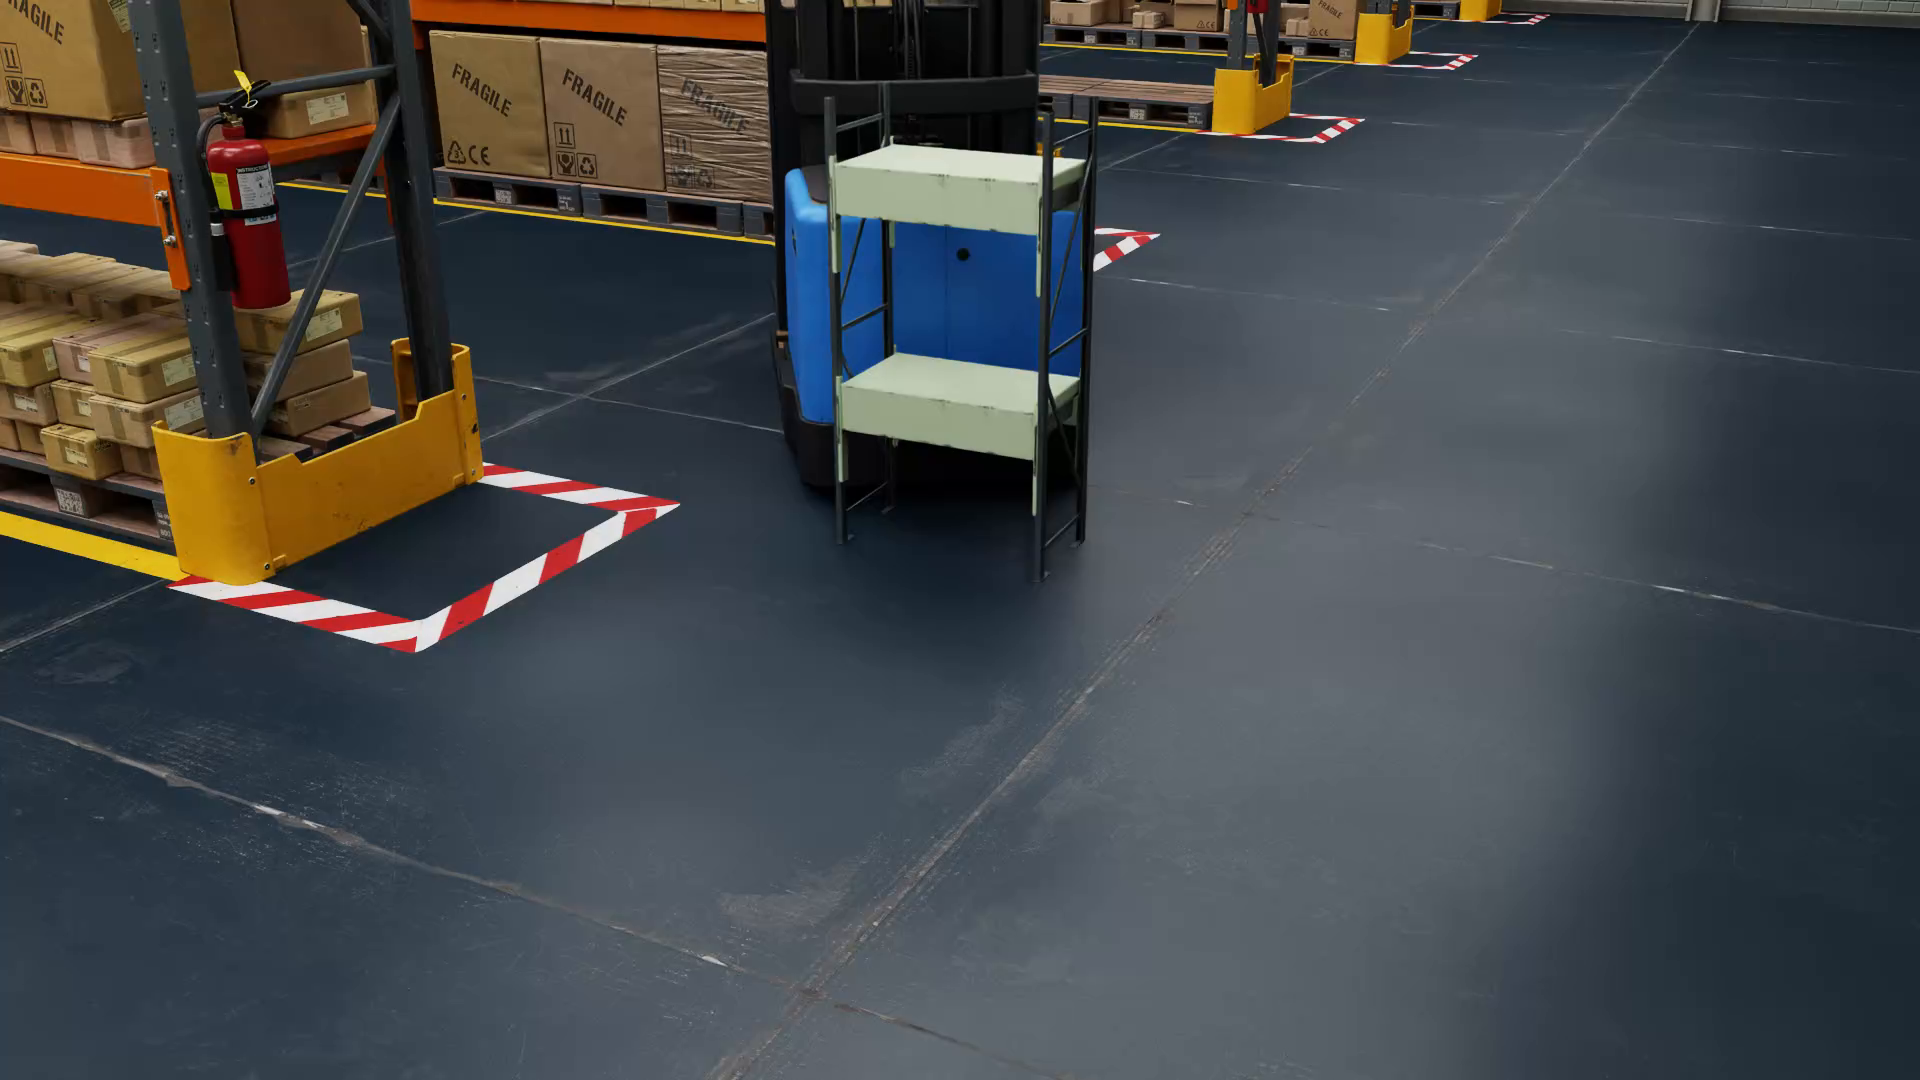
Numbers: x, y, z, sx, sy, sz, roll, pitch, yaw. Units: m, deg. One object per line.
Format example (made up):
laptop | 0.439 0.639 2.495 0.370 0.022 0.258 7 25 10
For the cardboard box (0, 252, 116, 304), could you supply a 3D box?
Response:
cardboard box | -3.633 -1.035 6.697 0.250 0.149 0.380 12 26 25

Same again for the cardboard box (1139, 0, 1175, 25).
cardboard box | 2.402 -6.154 19.262 0.500 0.311 0.500 11 25 25

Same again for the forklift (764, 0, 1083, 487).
forklift | -0.270 -2.084 6.904 1.130 2.935 3.031 -3 23 -8

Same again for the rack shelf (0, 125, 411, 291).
rack shelf | -3.920 -1.465 6.282 4.000 0.370 1.077 11 25 25

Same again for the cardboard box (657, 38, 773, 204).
cardboard box | -1.226 -2.619 10.254 0.875 0.875 0.875 11 25 25

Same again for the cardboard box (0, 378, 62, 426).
cardboard box | -3.199 -0.546 5.928 0.250 0.149 0.380 10 25 22

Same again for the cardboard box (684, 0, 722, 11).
cardboard box | -1.417 -3.215 9.799 0.250 0.149 0.380 11 26 25

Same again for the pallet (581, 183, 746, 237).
pallet | -1.640 -2.204 10.663 1.213 0.211 1.003 11 25 25

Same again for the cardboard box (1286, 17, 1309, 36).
cardboard box | 3.749 -5.628 18.210 0.250 0.166 0.380 11 25 25

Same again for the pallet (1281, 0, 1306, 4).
pallet | 5.065 -7.394 22.867 1.213 0.211 1.003 11 25 25

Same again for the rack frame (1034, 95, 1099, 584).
rack frame | 0.336 -0.618 5.286 0.023 1.500 0.400 10 25 23

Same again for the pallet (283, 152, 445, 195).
pallet | -4.099 -2.691 11.807 1.213 0.211 1.003 11 25 25

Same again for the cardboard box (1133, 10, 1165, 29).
cardboard box | 2.150 -5.923 18.903 0.250 0.166 0.380 11 25 25

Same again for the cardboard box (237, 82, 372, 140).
cardboard box | -2.276 -1.499 5.764 0.250 0.149 0.380 11 25 24

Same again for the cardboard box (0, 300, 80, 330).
cardboard box | -3.411 -0.737 5.996 0.250 0.149 0.380 10 25 22

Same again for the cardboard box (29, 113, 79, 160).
cardboard box | -2.758 -1.344 5.397 0.250 0.149 0.380 11 25 24

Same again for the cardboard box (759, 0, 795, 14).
cardboard box | -0.953 -3.125 9.586 0.250 0.149 0.380 12 26 25

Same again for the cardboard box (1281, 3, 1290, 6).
cardboard box | 3.417 -5.926 18.802 0.500 0.250 0.500 11 25 25

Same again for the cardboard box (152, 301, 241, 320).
cardboard box | -2.749 -0.816 6.182 0.250 0.149 0.380 12 26 25

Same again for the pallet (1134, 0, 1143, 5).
pallet | 2.606 -7.881 24.011 1.213 0.211 1.003 11 25 25

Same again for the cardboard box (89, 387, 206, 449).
cardboard box | -2.735 -0.455 5.713 0.250 0.149 0.380 10 25 23

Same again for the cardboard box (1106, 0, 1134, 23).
cardboard box | 1.733 -6.374 19.537 0.500 0.500 0.500 11 25 25

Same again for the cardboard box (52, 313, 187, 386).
cardboard box | -2.920 -0.668 5.833 0.250 0.149 0.380 12 26 26

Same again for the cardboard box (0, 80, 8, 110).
cardboard box | -3.109 -1.708 5.426 0.500 0.500 0.500 11 25 24

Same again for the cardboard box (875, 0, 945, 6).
cardboard box | -0.273 -2.990 9.269 0.250 0.149 0.380 12 26 26

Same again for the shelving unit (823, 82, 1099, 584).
shelving unit | 0.005 -0.679 5.430 0.755 1.500 0.431 10 25 23

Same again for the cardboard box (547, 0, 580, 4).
cardboard box | -2.329 -3.396 10.225 0.250 0.149 0.380 11 25 24

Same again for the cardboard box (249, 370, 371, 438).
cardboard box | -2.458 -0.529 6.267 0.250 0.149 0.380 12 26 26

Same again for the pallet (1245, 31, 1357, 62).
pallet | 3.887 -5.487 18.384 1.213 0.211 1.003 11 25 25

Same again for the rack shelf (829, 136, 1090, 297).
rack shelf | 0.005 -1.038 5.277 0.720 0.370 0.431 10 25 23

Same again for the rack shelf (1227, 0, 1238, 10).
rack shelf | 0.643 -4.910 14.381 4.000 0.370 1.077 11 25 25

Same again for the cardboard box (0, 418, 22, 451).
cardboard box | -3.397 -0.471 6.130 0.250 0.149 0.380 11 26 25

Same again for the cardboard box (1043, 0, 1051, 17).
cardboard box | 0.775 -6.546 19.941 0.500 0.500 0.500 10 25 22

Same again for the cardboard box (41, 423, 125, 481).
cardboard box | -2.974 -0.355 5.858 0.250 0.149 0.380 12 26 26

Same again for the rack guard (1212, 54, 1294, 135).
rack guard | 2.455 -3.738 13.900 0.348 0.500 1.175 11 25 25

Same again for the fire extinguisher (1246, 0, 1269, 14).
fire extinguisher | 2.358 -4.495 13.062 0.183 0.674 0.296 11 25 25

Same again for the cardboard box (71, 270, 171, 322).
cardboard box | -3.175 -0.920 6.427 0.250 0.149 0.380 10 25 22

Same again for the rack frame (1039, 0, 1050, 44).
rack frame | 1.097 -7.323 19.137 0.127 3.000 1.000 11 25 25

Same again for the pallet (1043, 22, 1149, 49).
pallet | 1.709 -5.918 19.397 1.213 0.211 1.003 11 25 25

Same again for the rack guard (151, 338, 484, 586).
rack guard | -2.203 -0.306 5.832 0.348 0.500 1.175 11 25 25

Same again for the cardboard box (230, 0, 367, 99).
cardboard box | -2.411 -1.802 5.646 0.500 0.500 0.500 13 26 27

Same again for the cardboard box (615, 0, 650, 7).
cardboard box | -1.871 -3.305 10.010 0.250 0.149 0.380 10 25 23

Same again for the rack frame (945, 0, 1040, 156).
rack frame | 0.193 -3.158 9.342 0.127 3.000 1.000 11 25 25

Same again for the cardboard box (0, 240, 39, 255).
cardboard box | -4.072 -1.128 6.916 0.250 0.149 0.380 10 25 23

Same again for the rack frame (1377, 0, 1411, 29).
rack frame | 4.666 -6.617 17.476 0.127 3.000 1.000 11 25 25

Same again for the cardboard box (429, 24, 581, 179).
cardboard box | -2.824 -2.935 10.997 0.875 0.875 0.875 11 25 25

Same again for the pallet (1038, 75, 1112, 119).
pallet | 0.625 -3.979 14.838 1.213 0.211 1.003 11 25 25
